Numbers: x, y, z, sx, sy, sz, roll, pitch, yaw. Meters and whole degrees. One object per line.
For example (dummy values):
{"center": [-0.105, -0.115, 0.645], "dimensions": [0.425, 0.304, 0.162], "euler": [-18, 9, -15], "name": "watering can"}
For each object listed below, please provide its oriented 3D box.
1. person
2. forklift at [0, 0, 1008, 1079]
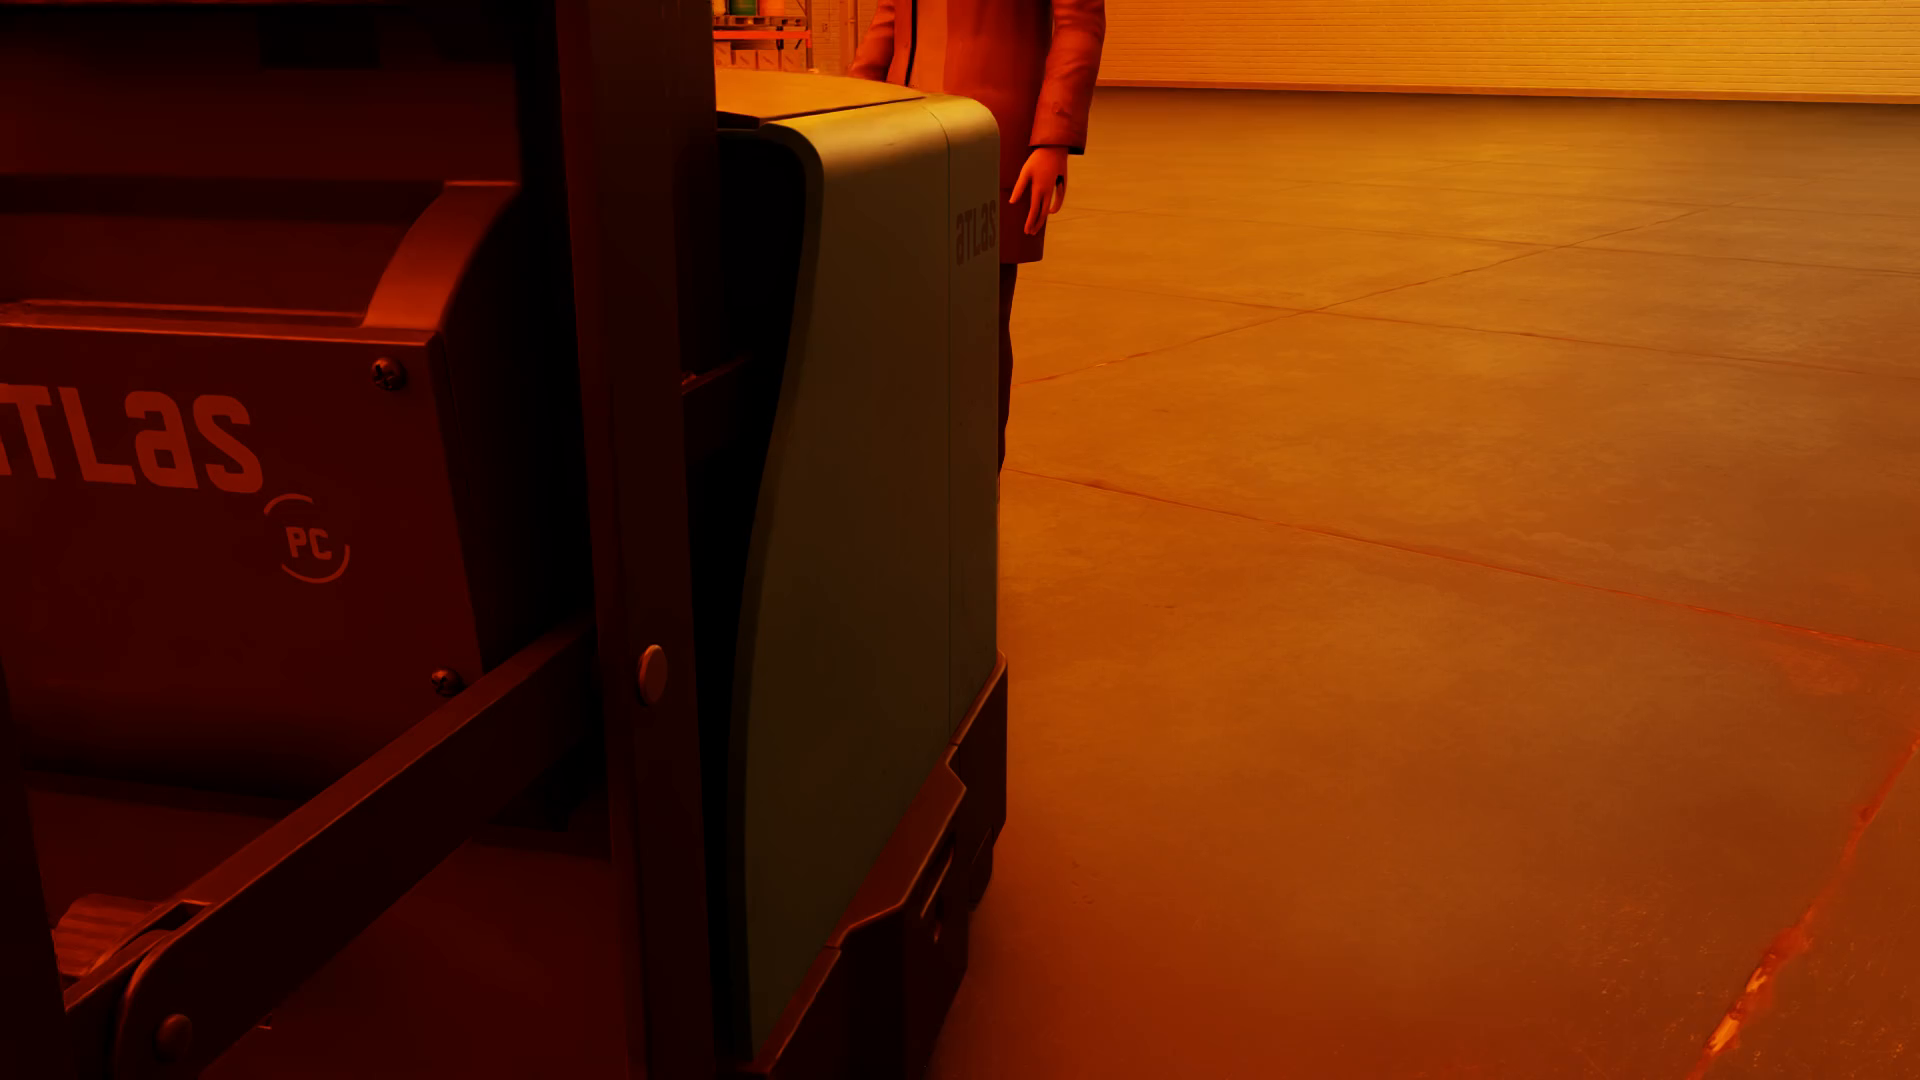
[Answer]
{"center": [-0.061, -0.838, 3.616], "dimensions": [0.698, 1.778, 0.579], "euler": [13, 21, 37], "name": "person"}
{"center": [-0.780, -0.568, 0.768], "dimensions": [1.130, 2.935, 3.031], "euler": [4, 17, 13], "name": "forklift"}
